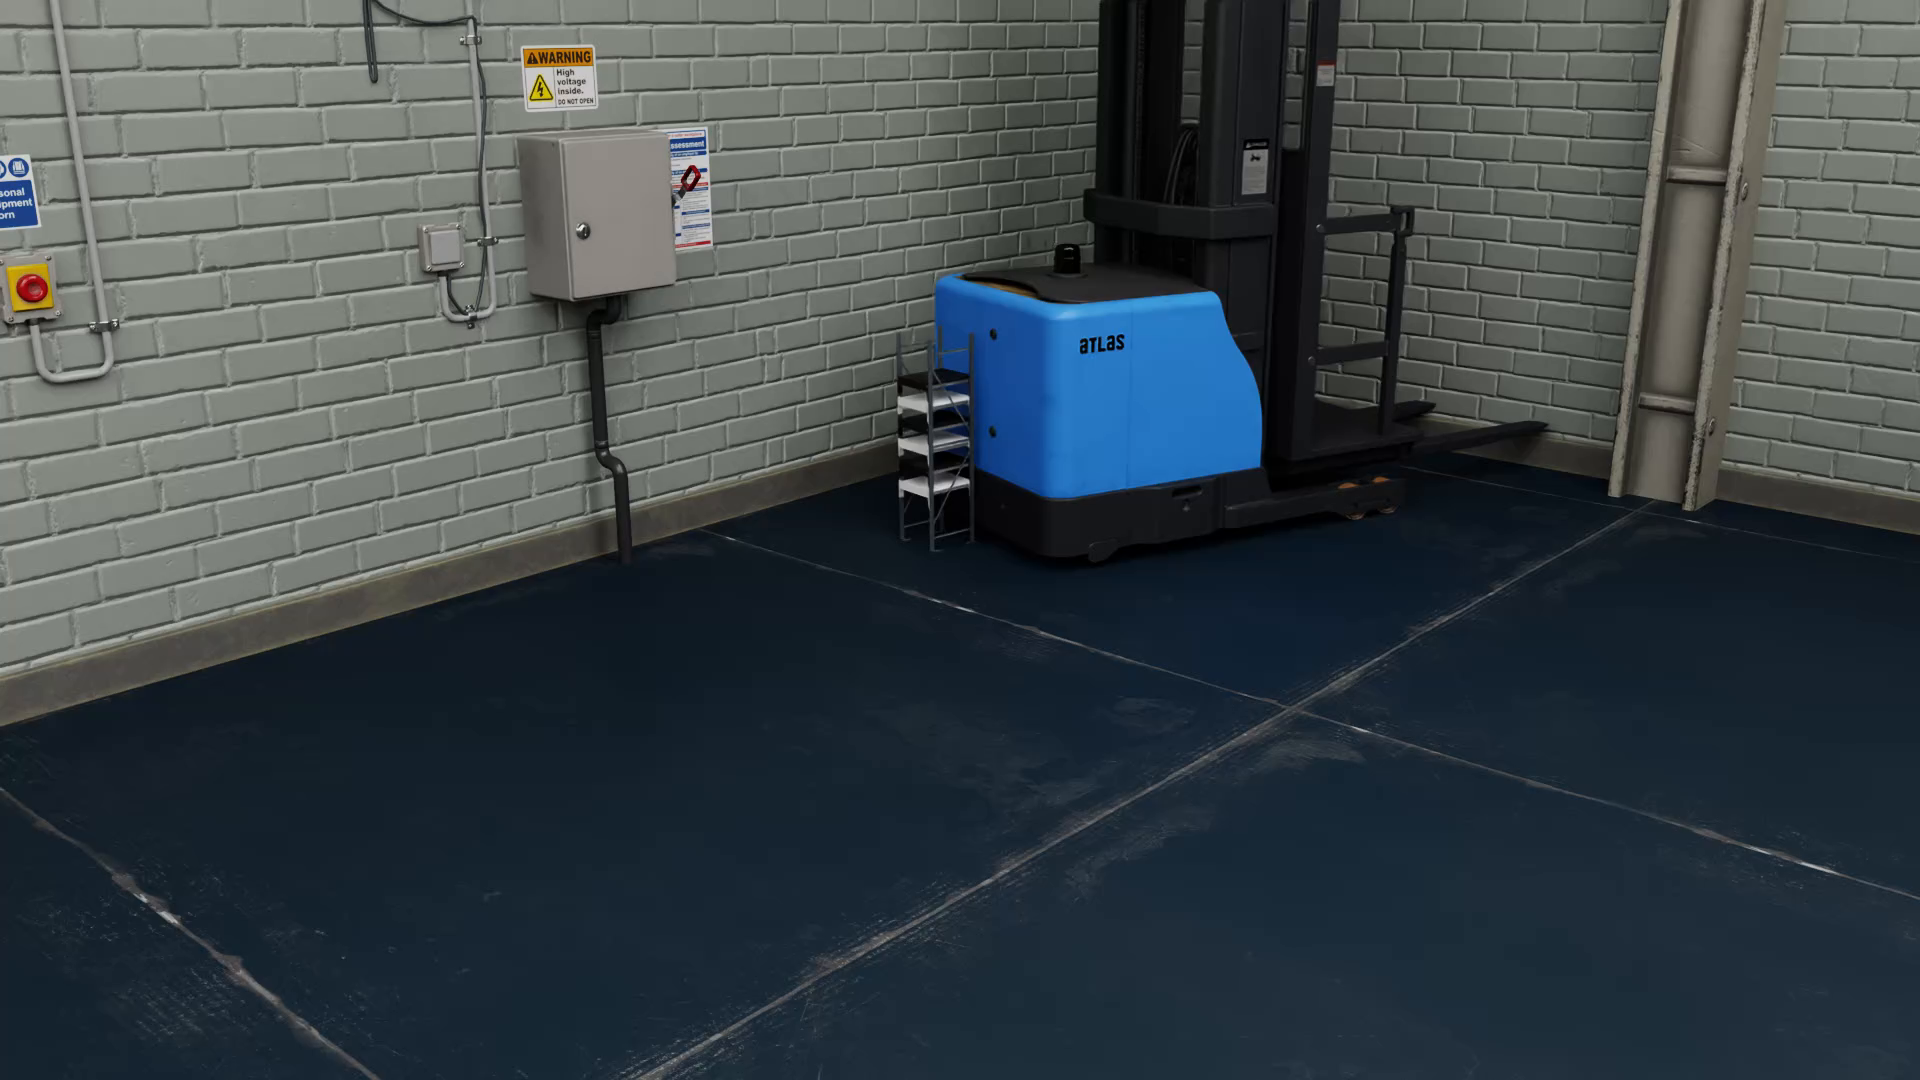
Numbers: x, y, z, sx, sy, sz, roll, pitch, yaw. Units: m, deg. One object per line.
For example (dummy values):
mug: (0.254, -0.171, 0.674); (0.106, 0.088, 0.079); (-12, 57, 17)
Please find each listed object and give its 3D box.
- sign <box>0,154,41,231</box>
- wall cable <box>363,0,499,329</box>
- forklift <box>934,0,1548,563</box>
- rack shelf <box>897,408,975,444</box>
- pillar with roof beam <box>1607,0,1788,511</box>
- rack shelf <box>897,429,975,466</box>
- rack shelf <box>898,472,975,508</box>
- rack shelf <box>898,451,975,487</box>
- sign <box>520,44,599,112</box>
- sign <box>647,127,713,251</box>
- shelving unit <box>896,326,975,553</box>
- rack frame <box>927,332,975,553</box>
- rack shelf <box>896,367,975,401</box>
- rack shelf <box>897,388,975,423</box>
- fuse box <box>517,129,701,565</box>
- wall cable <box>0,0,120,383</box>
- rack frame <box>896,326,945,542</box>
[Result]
sign: (-2.912, -1.022, 4.925); (0.001, 0.218, 0.327); (15, 23, 39)
wall cable: (-1.901, -1.699, 5.827); (0.122, 1.984, 0.588); (15, 23, 39)
forklift: (1.413, -1.612, 7.345); (3.031, 2.935, 1.130); (-10, 20, -28)
rack shelf: (-0.100, -0.475, 6.930); (0.258, 0.077, 0.200); (-15, 23, -37)
pillar with roof beam: (0.415, -3.519, 3.324); (0.400, 9.000, 9.100); (15, 23, 39)
rack shelf: (-0.099, -0.389, 6.957); (0.258, 0.077, 0.200); (-15, 23, -37)
rack shelf: (-0.098, -0.218, 7.013); (0.258, 0.077, 0.200); (-15, 23, -37)
rack shelf: (-0.099, -0.304, 6.985); (0.258, 0.077, 0.200); (-15, 23, -37)
sign: (-1.522, -1.760, 6.334); (0.001, 0.242, 0.339); (15, 23, 39)
sign: (-1.158, -1.445, 6.865); (0.001, 0.494, 0.329); (15, 23, 39)
shelving unit: (-0.099, -0.421, 6.947); (0.258, 0.900, 0.210); (-15, 23, -37)
rack frame: (-0.035, -0.397, 6.873); (0.240, 0.900, 0.006); (-15, 23, -37)
rack shelf: (-0.101, -0.646, 6.875); (0.258, 0.077, 0.200); (-15, 23, -37)
rack shelf: (-0.100, -0.561, 6.902); (0.258, 0.077, 0.200); (-15, 23, -37)
fuse box: (-1.331, -0.723, 6.562); (0.414, 1.711, 0.539); (15, 23, 39)
wall cable: (-2.834, -1.391, 4.804); (0.123, 1.953, 0.585); (15, 23, 39)
rack frame: (-0.164, -0.445, 7.022); (0.240, 0.900, 0.006); (-15, 23, -37)
